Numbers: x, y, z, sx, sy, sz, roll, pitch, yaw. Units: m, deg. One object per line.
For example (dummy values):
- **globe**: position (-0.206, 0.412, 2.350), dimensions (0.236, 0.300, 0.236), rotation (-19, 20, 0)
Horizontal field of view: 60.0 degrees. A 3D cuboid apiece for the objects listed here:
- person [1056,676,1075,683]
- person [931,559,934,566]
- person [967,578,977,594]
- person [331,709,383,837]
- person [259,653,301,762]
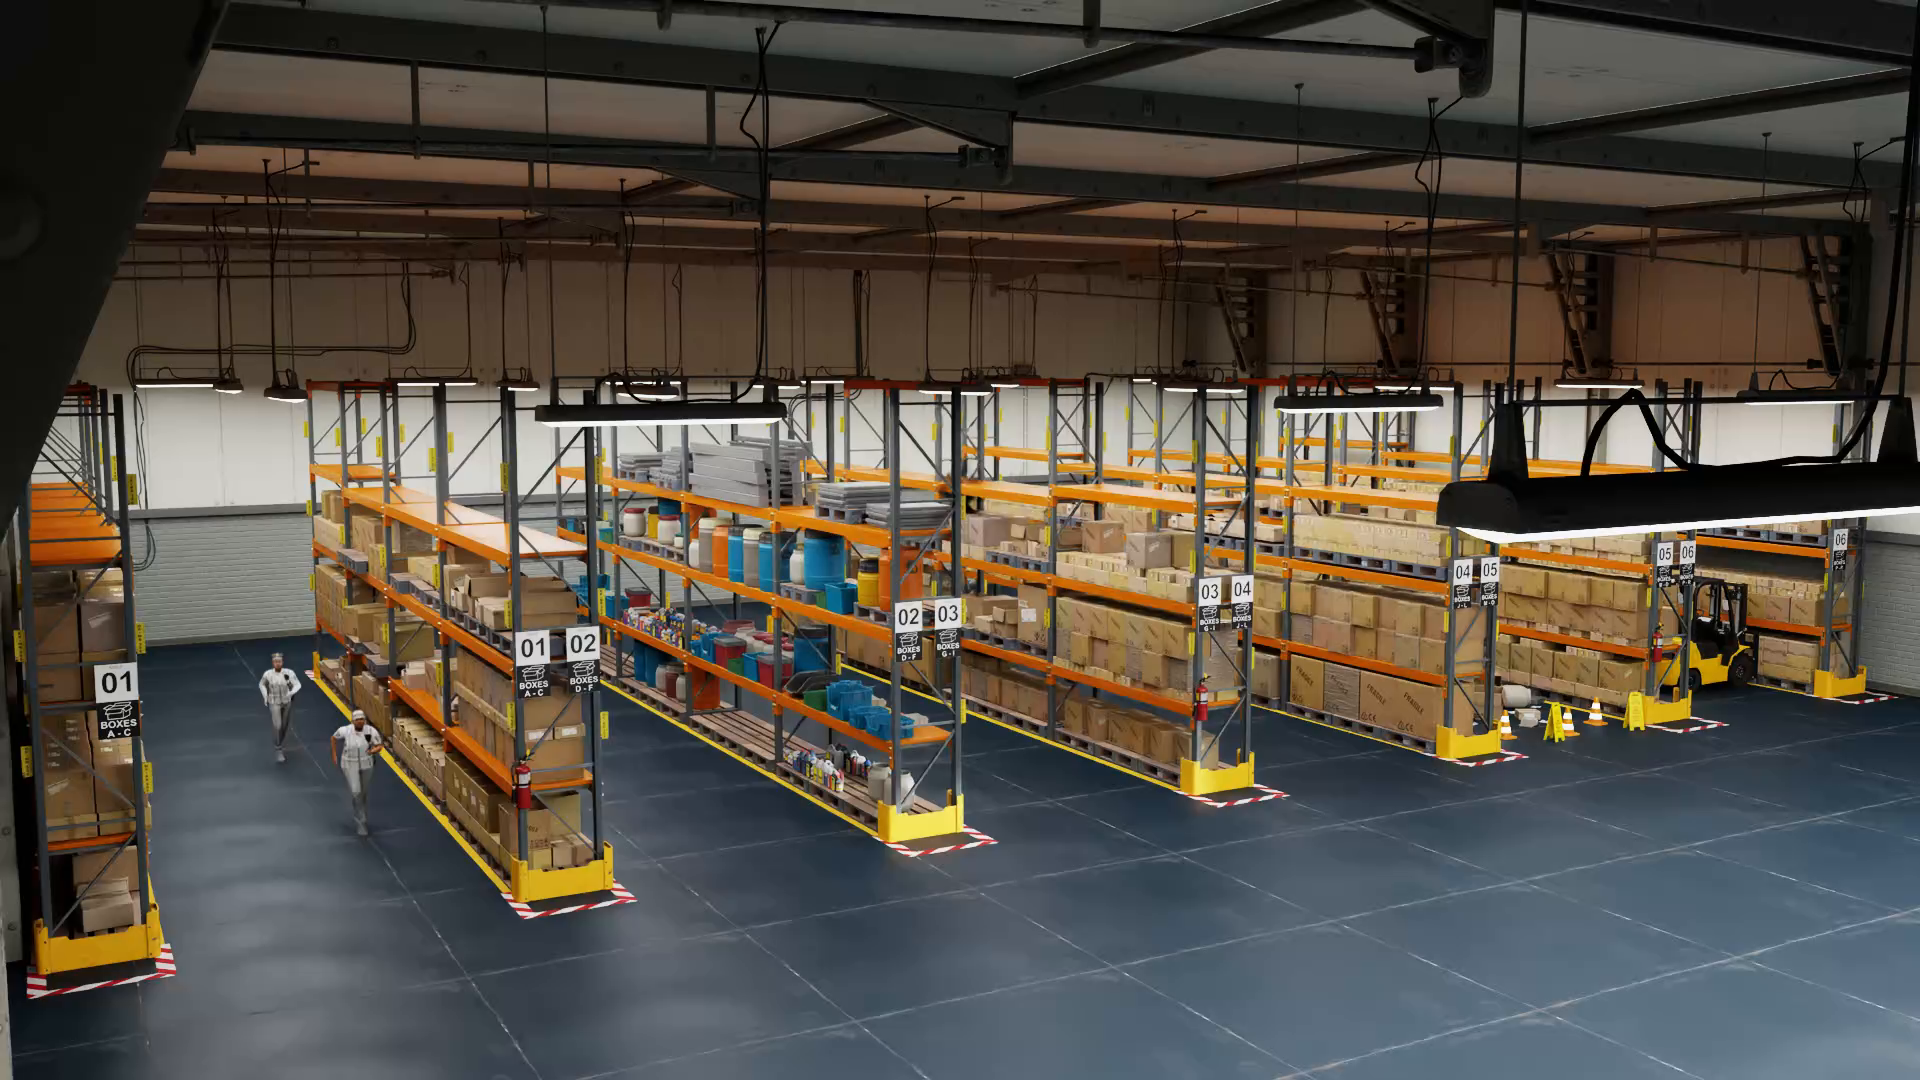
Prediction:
- **person**: position (2.013, 1.856, 31.530), dimensions (0.676, 1.696, 0.656), rotation (-4, 7, -32)
- **person**: position (-0.628, 1.271, 39.152), dimensions (0.761, 1.761, 0.981), rotation (-1, 6, -7)
- **person**: position (0.446, 0.976, 42.112), dimensions (0.802, 1.757, 0.714), rotation (1, 6, 8)
- **person**: position (-8.179, 3.121, 22.598), dimensions (0.627, 1.713, 0.861), rotation (-3, 7, -29)
- **person**: position (-10.916, 2.651, 26.738), dimensions (0.605, 1.740, 0.783), rotation (-3, 7, -29)
